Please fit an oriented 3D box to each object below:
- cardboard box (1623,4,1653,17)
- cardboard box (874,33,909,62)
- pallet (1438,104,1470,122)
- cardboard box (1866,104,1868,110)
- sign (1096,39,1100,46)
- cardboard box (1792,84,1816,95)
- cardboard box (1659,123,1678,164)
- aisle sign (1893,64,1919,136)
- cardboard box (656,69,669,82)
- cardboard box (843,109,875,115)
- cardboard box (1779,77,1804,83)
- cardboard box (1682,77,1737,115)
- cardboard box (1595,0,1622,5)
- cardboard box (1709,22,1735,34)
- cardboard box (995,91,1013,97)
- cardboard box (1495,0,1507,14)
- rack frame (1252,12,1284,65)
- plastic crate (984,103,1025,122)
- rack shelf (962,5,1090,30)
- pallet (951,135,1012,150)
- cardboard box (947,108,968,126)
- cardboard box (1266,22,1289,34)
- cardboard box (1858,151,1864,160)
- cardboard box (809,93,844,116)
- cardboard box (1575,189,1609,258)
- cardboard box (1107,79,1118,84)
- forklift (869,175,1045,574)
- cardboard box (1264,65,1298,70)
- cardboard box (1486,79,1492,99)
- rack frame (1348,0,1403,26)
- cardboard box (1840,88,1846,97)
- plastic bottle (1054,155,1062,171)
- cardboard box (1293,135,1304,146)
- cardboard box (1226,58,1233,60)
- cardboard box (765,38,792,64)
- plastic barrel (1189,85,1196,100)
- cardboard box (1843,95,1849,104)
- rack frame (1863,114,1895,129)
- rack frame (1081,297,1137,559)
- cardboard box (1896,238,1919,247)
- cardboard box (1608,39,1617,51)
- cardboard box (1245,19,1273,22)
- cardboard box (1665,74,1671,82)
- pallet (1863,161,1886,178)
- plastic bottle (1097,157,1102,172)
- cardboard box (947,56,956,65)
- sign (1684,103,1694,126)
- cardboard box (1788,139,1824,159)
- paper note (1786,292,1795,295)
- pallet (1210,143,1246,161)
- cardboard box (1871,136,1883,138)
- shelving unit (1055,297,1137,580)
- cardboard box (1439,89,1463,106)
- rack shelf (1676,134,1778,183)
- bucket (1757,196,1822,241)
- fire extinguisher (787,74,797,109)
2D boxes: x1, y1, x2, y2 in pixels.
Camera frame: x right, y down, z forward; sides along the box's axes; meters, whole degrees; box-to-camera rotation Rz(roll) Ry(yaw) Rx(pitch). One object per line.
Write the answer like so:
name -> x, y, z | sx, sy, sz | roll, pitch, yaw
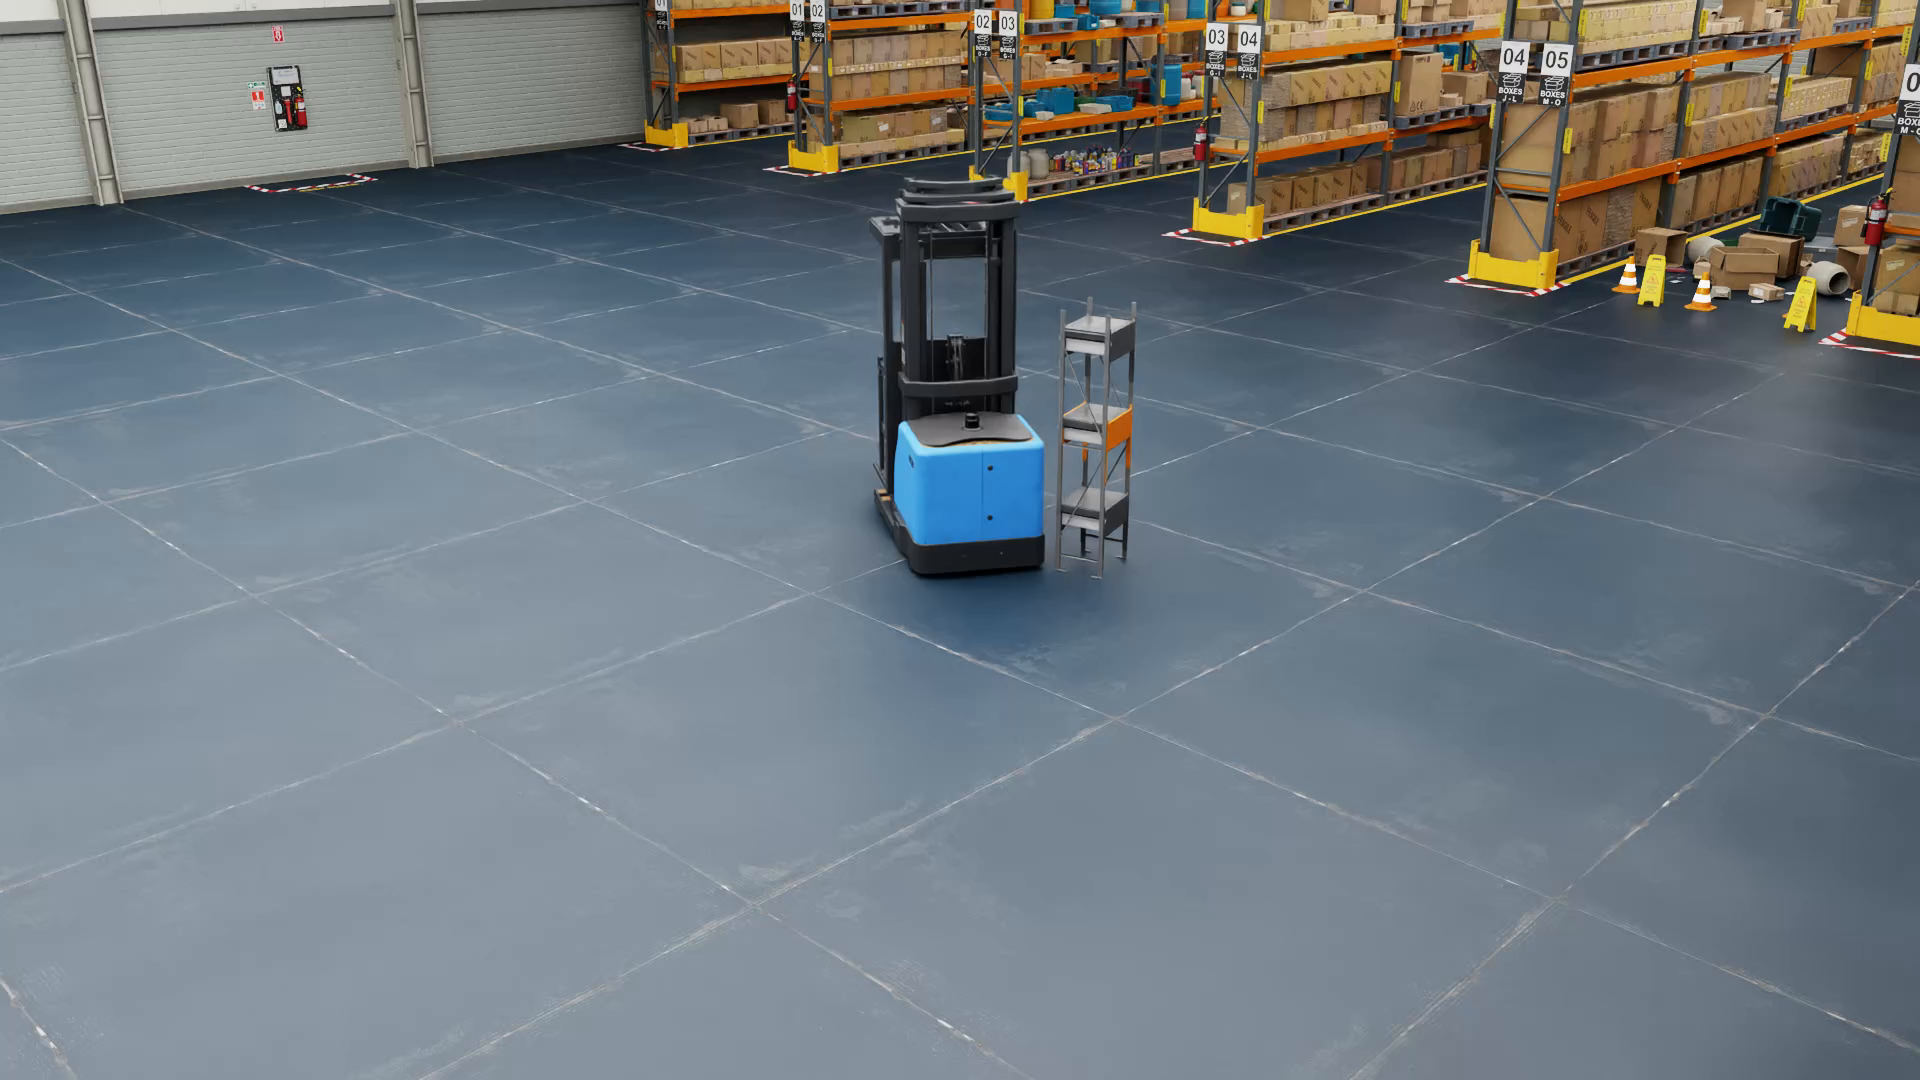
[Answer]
cardboard box -> 9.398, -7.377, 23.147 | 0.380, 0.149, 0.250 | 20, 29, 41
cardboard box -> -1.450, -9.941, 33.536 | 0.700, 0.500, 0.500 | 19, 28, 41
pallet -> 8.440, -7.731, 30.001 | 1.003, 0.211, 1.213 | 19, 28, 41
cardboard box -> 16.772, -8.140, 31.150 | 0.380, 0.149, 0.250 | 18, 27, 38
sign -> 3.096, -11.222, 37.203 | 0.100, 0.325, 0.005 | 19, 28, 41
cardboard box -> 14.651, -7.837, 28.945 | 0.250, 0.149, 0.380 | -19, 28, -40
cardboard box -> 10.235, -6.016, 25.063 | 0.875, 0.550, 0.550 | 19, 28, 41
aisle sign -> 11.060, -5.073, 19.194 | 0.394, 0.787, 0.004 | 19, 28, 41
cardboard box -> -6.249, -10.110, 36.105 | 0.500, 0.250, 0.500 | -20, 28, -41
cardboard box -> -2.037, -8.499, 33.934 | 0.500, 0.500, 0.500 | 19, 28, 41
cardboard box -> 15.090, -8.332, 30.233 | 0.380, 0.149, 0.250 | 20, 28, 41
cardboard box -> 11.890, -7.078, 26.503 | 0.700, 0.500, 0.500 | 19, 28, 40
cardboard box -> 9.277, -7.670, 23.910 | 0.380, 0.149, 0.250 | 20, 28, 41
cardboard box -> 11.648, -7.864, 25.526 | 0.380, 0.149, 0.250 | 19, 28, 41
cardboard box -> 0.957, -11.850, 42.863 | 0.750, 0.750, 0.750 | -19, 28, -40
cardboard box -> 9.638, -9.834, 30.189 | 0.500, 0.500, 0.500 | -19, 28, -41
rack frame -> 6.243, -9.579, 34.542 | 1.000, 3.000, 0.127 | 19, 28, 41
plastic crate -> 0.796, -7.656, 29.748 | 0.499, 0.251, 0.616 | 19, 28, 41
rack shelf -> 1.301, -11.370, 36.023 | 1.077, 0.370, 4.000 | 19, 28, 41
pallet -> 0.392, -8.689, 36.113 | 1.003, 0.211, 1.213 | 19, 28, 41
cardboard box -> -0.017, -9.141, 35.870 | 0.500, 0.311, 0.500 | 19, 28, 41
cardboard box -> 4.818, -7.854, 25.528 | 0.250, 0.149, 0.380 | -19, 28, -41
cardboard box -> 16.994, -7.345, 31.704 | 0.380, 0.149, 0.250 | 17, 27, 38
cardboard box -> -3.144, -10.262, 39.191 | 0.500, 0.500, 0.700 | -19, 28, -40
cardboard box -> 8.732, -4.637, 24.061 | 0.875, 0.875, 0.875 | 19, 28, 40
cardboard box -> 3.960, -12.810, 45.848 | 0.700, 0.500, 0.500 | 19, 28, 40
forklift -> -0.135, -1.599, 13.877 | 1.130, 2.935, 3.031 | -4, 21, -11
cardboard box -> 5.112, -7.396, 26.915 | 0.500, 0.500, 0.500 | 19, 28, 41
cardboard box -> 9.958, -8.575, 31.790 | 0.500, 0.500, 0.500 | -19, 28, -40
rack frame -> 7.001, -10.111, 27.565 | 1.000, 3.000, 0.127 | 19, 28, 41
cardboard box -> 15.746, -8.098, 30.039 | 0.380, 0.149, 0.250 | 19, 28, 41
plastic bottle -> 1.824, -7.096, 31.266 | 0.152, 0.276, 0.135 | 20, 28, 41
cardboard box -> 5.292, -6.431, 26.702 | 0.380, 0.149, 0.250 | 19, 28, 41
cardboard box -> 6.392, -12.090, 40.935 | 0.500, 0.500, 0.500 | -20, 28, -41
cardboard box -> -4.098, -10.991, 37.352 | 0.500, 0.500, 0.500 | 19, 28, 40
plastic barrel -> 4.485, -8.788, 32.677 | 0.301, 0.262, 0.301 | 0, 21, 0
cardboard box -> 15.930, -8.027, 30.270 | 0.380, 0.149, 0.250 | 18, 28, 39
rack frame -> 18.855, -9.128, 33.370 | 1.000, 3.000, 0.127 | 19, 28, 41
rack frame -> 1.165, -0.860, 13.112 | 0.400, 2.100, 0.015 | 11, 24, 26
cardboard box -> 11.891, -3.750, 20.675 | 0.250, 0.149, 0.380 | -19, 28, -40
cardboard box -> 8.691, -6.744, 22.611 | 0.380, 0.149, 0.250 | 20, 28, 41
cardboard box -> 4.717, -8.154, 26.308 | 0.380, 0.149, 0.250 | 19, 28, 41
cardboard box -> 15.179, -10.037, 36.085 | 0.380, 0.149, 0.250 | 20, 28, 41
pallet -> 17.359, -7.295, 32.487 | 1.003, 0.211, 1.213 | 19, 28, 41
plastic bottle -> 2.600, -7.008, 31.044 | 0.097, 0.271, 0.097 | 0, 21, 0
cardboard box -> -0.304, -9.954, 34.475 | 0.380, 0.149, 0.250 | 19, 28, 40
sign -> 10.883, -6.346, 24.814 | 0.100, 0.325, 0.005 | 19, 28, 41
cardboard box -> 15.000, -6.956, 29.573 | 0.500, 0.250, 0.500 | 18, 27, 38
paper note -> 11.244, -3.333, 22.447 | 0.142, 0.019, 0.148 | -10, 23, -24
pallet -> 5.674, -8.088, 34.549 | 1.003, 0.211, 1.213 | 19, 28, 41
cardboard box -> 17.988, -7.789, 32.446 | 0.250, 0.149, 0.380 | -19, 28, -40
shelving unit -> 1.049, -0.783, 12.912 | 0.431, 2.100, 0.503 | 11, 24, 26
cardboard box -> 8.821, -7.976, 29.974 | 0.396, 0.266, 0.258 | 18, 28, 39
rack shelf -> 11.879, -6.222, 26.811 | 1.077, 0.370, 4.000 | 19, 28, 41
bucket -> 12.041, -4.613, 24.067 | 0.620, 0.611, 0.726 | 1, 19, -28
fire extinguisher -> -3.300, -8.813, 32.657 | 0.296, 0.674, 0.183 | 19, 28, 41
